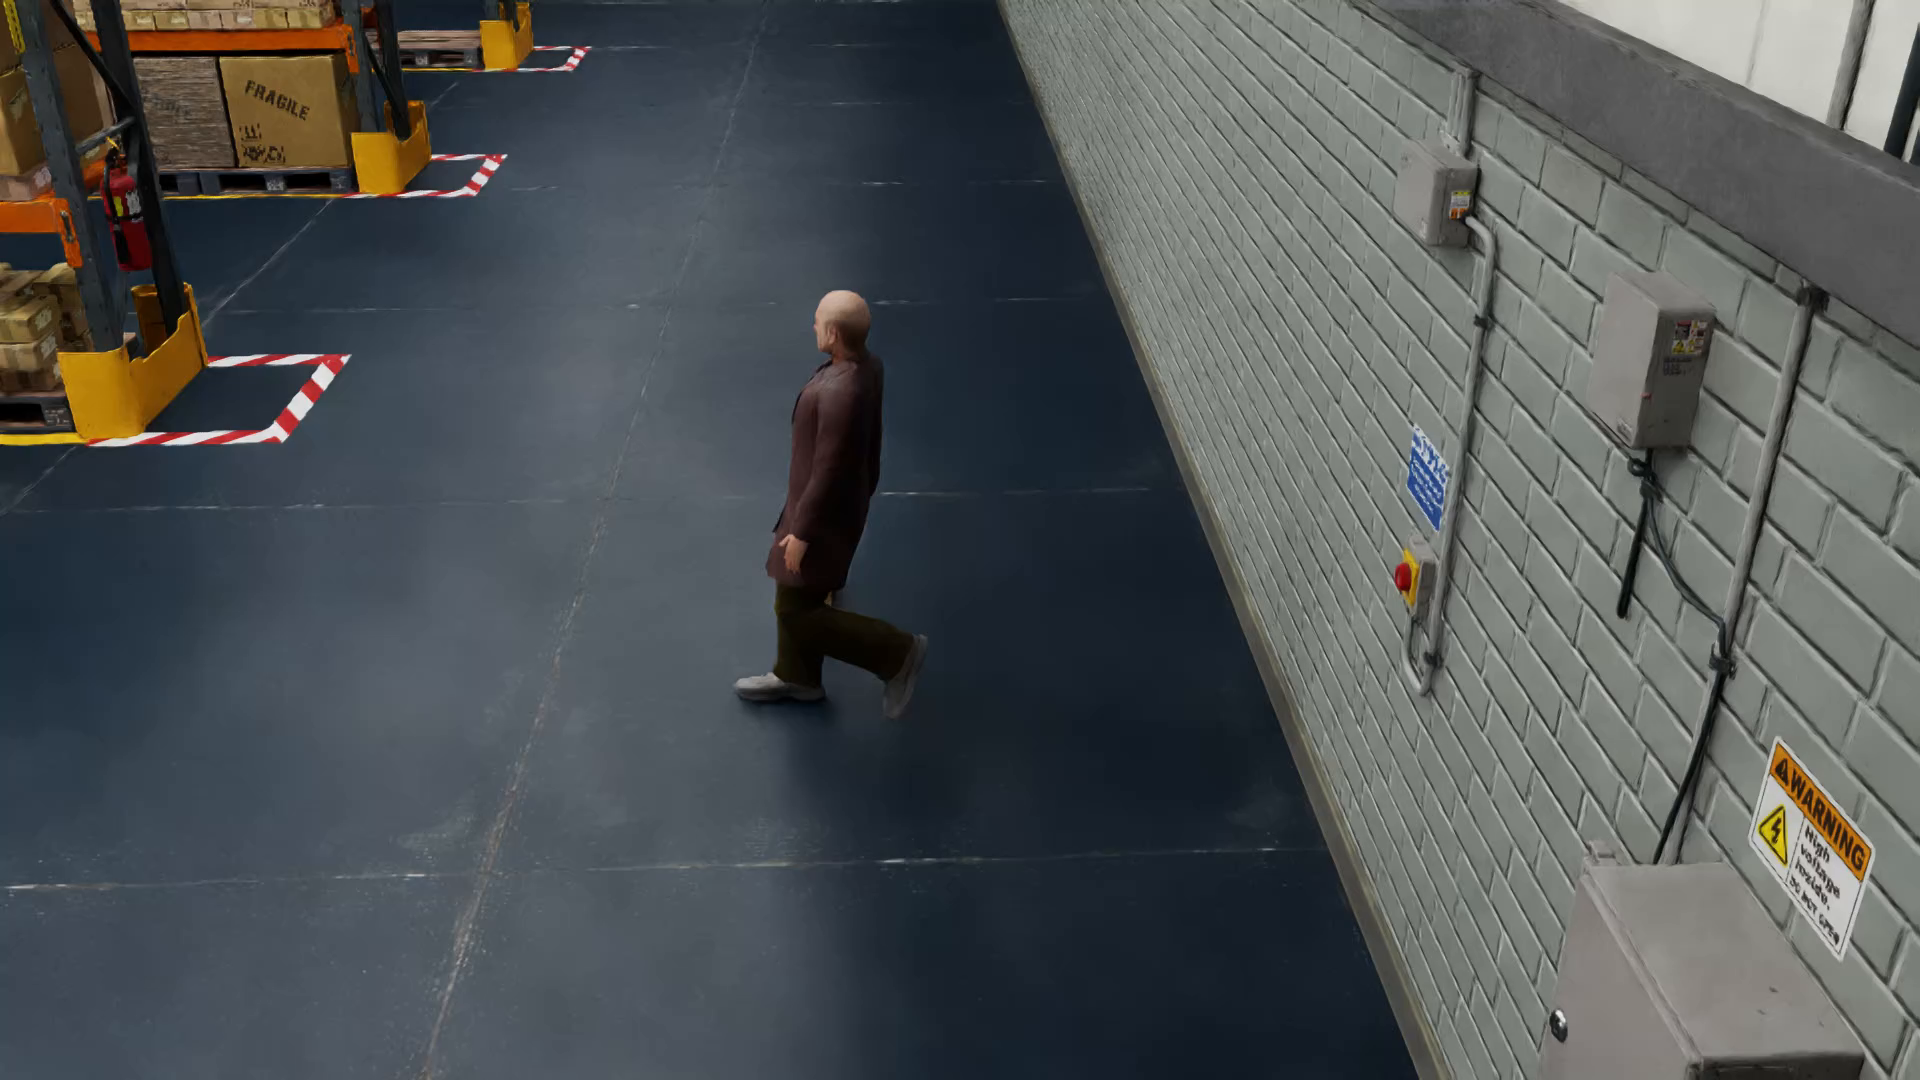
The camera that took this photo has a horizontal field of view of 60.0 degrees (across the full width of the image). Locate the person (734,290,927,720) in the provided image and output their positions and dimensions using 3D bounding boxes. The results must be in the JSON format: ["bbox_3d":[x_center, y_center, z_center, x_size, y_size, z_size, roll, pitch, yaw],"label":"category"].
[{"bbox_3d":[-0.525,-0.103,6.349,0.819,1.764,0.617,2,27,5],"label":"person"}]
